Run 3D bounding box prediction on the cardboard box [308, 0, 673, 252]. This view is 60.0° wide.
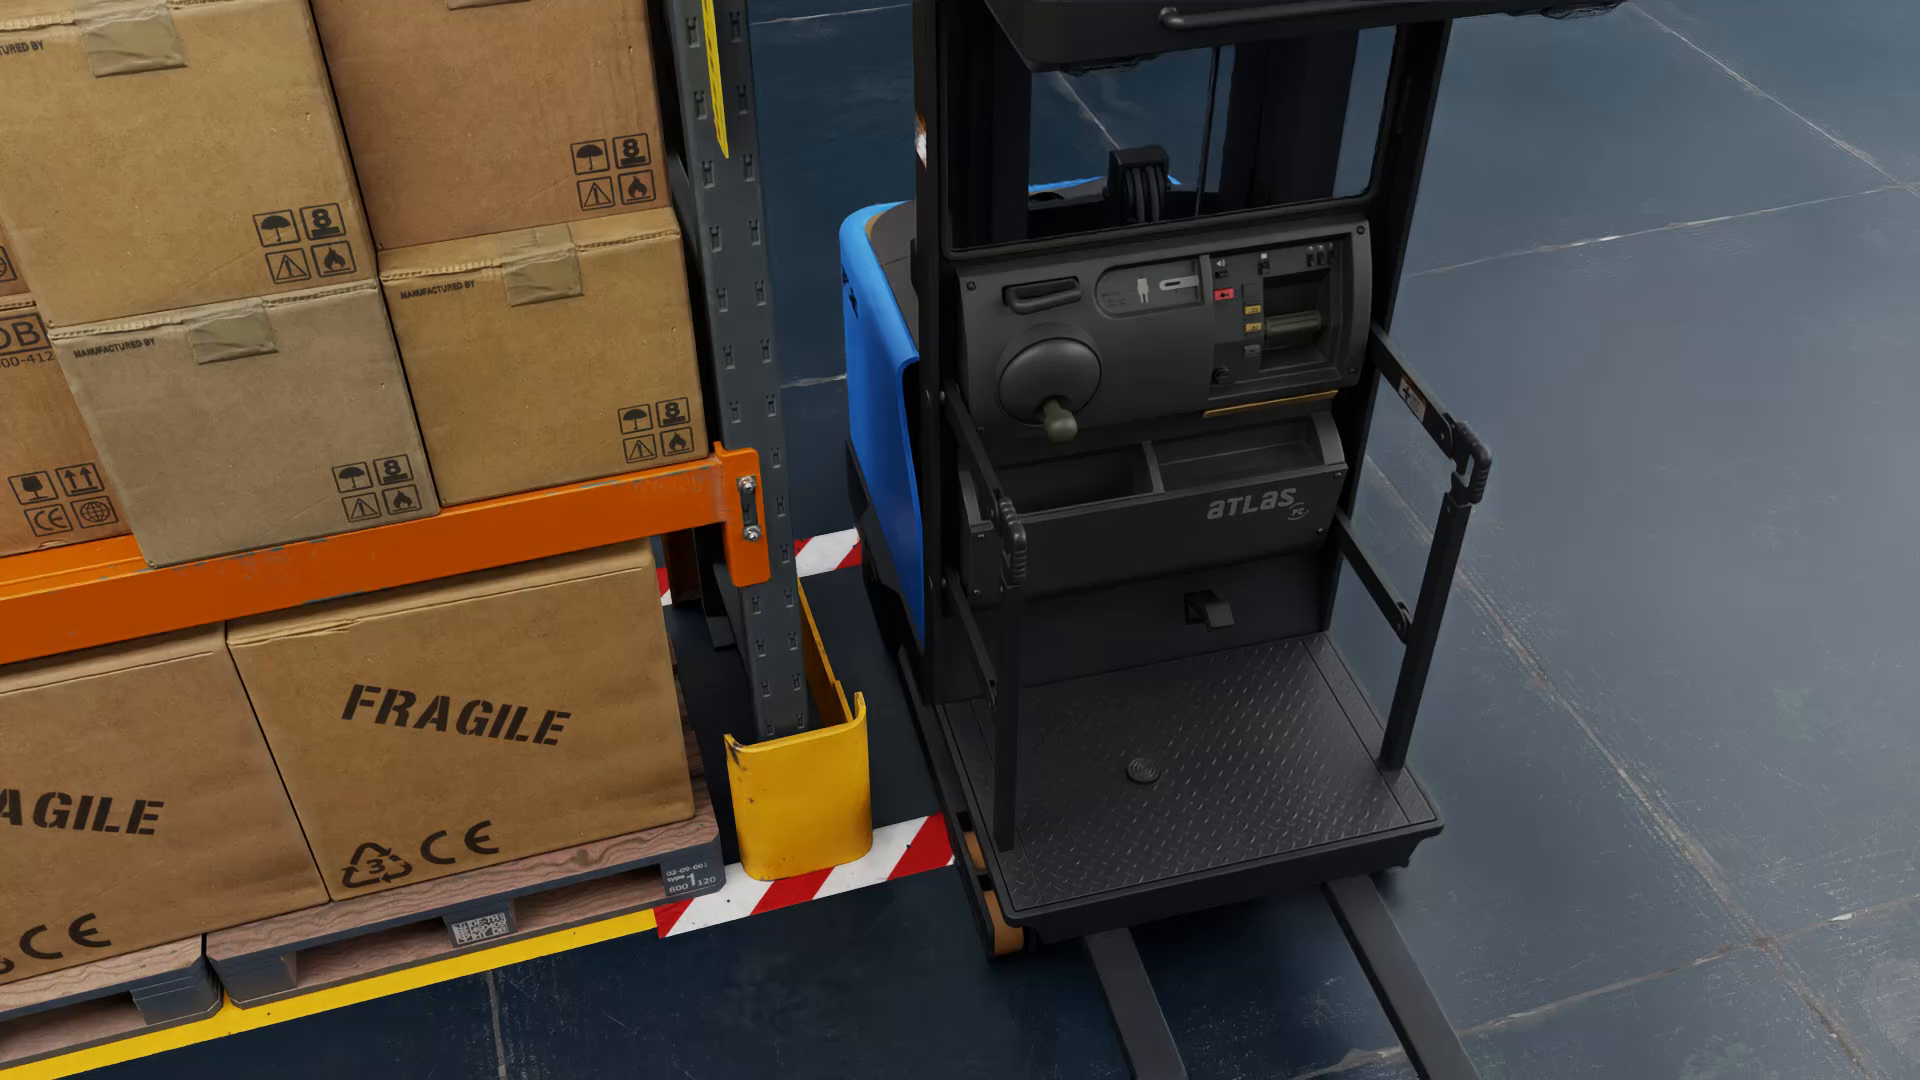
[{"bbox_3d":[-0.939,-1.055,3.243,0.550,0.550,0.875,-12,42,-13],"label":"cardboard box"}]

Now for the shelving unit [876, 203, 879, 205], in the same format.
[{"bbox_3d":[-0.122,-0.629,5.286,0.210,0.900,0.258,-11,42,-12],"label":"shelving unit"}]

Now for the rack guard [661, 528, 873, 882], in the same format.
[{"bbox_3d":[-0.551,0.296,4.532,0.348,0.500,1.175,-12,42,-13],"label":"rack guard"}]

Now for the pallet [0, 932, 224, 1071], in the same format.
[{"bbox_3d":[-2.474,0.855,4.111,1.213,0.211,1.003,-12,42,-13],"label":"pallet"}]

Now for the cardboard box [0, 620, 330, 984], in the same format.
[{"bbox_3d":[-2.039,0.352,3.863,0.875,0.875,0.875,-12,43,-14],"label":"cardboard box"}]

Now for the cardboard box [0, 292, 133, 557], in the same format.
[{"bbox_3d":[-2.004,-0.441,3.361,0.550,0.550,0.875,-12,42,-13],"label":"cardboard box"}]

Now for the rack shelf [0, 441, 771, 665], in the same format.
[{"bbox_3d":[-2.481,0.025,3.488,4.000,0.370,1.077,-12,42,-13],"label":"rack shelf"}]

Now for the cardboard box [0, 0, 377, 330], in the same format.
[{"bbox_3d":[-1.436,-0.888,3.052,0.550,0.550,0.875,-12,42,-13],"label":"cardboard box"}]

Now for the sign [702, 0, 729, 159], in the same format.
[{"bbox_3d":[-0.424,-0.823,2.852,0.005,0.325,0.100,-12,42,-13],"label":"sign"}]

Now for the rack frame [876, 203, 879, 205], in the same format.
[{"bbox_3d":[-0.220,-0.610,5.265,0.006,0.900,0.240,-11,42,-12],"label":"rack frame"}]

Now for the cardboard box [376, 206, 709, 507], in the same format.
[{"bbox_3d":[-0.914,-0.596,3.538,0.550,0.550,0.875,-12,42,-13],"label":"cardboard box"}]

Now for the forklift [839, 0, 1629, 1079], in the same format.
[{"bbox_3d":[0.512,-0.375,3.451,1.130,2.935,3.031,-10,42,-11],"label":"forklift"}]

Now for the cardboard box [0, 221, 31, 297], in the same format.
[{"bbox_3d":[-2.011,-0.863,3.023,0.550,0.550,0.875,-12,42,-13],"label":"cardboard box"}]

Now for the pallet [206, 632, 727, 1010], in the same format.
[{"bbox_3d":[-1.313,0.616,4.384,1.213,0.211,1.003,-12,42,-13],"label":"pallet"}]

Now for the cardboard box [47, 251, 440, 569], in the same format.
[{"bbox_3d":[-1.432,-0.473,3.398,0.550,0.550,0.875,-12,42,-13],"label":"cardboard box"}]

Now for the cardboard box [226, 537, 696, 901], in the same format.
[{"bbox_3d":[-1.200,0.177,4.064,0.875,0.875,0.875,-11,42,-13],"label":"cardboard box"}]

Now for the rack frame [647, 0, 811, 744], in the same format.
[{"bbox_3d":[-0.573,-0.641,3.704,0.127,3.000,1.000,-12,42,-13],"label":"rack frame"}]
